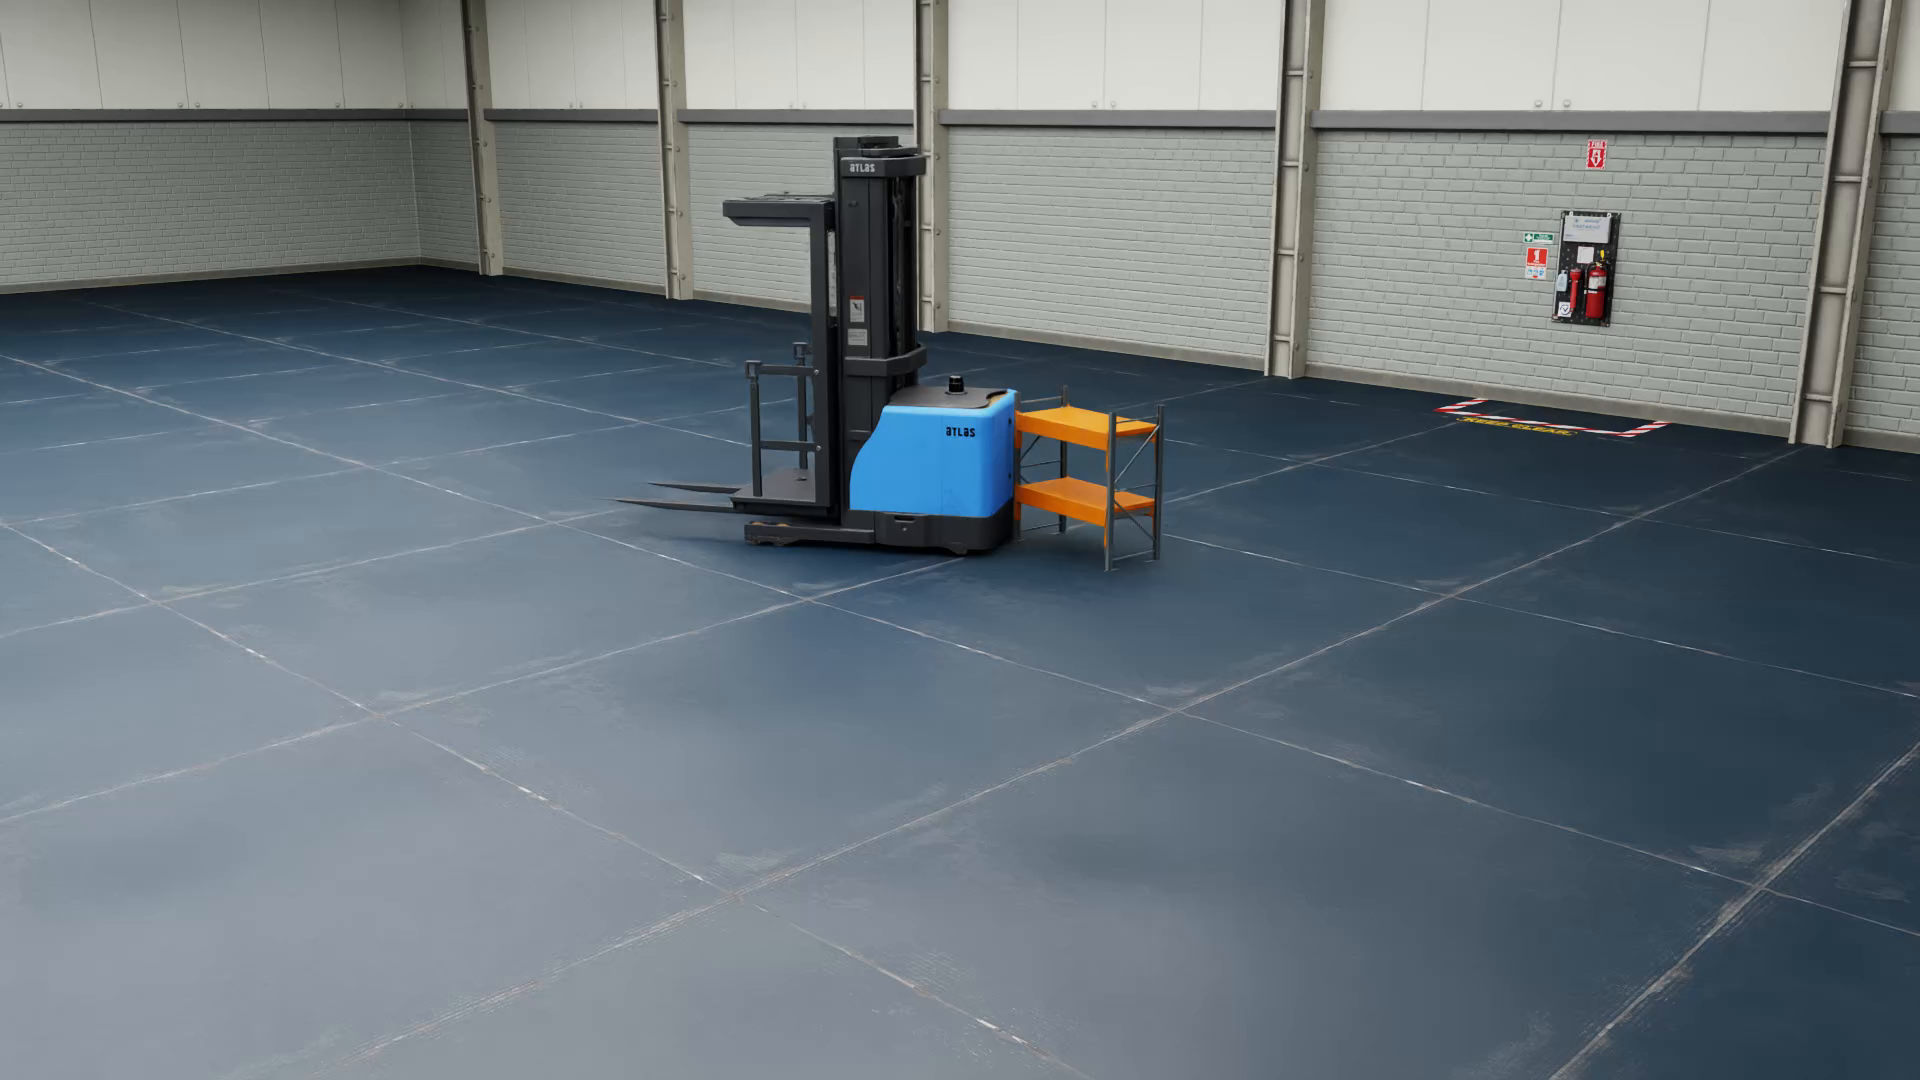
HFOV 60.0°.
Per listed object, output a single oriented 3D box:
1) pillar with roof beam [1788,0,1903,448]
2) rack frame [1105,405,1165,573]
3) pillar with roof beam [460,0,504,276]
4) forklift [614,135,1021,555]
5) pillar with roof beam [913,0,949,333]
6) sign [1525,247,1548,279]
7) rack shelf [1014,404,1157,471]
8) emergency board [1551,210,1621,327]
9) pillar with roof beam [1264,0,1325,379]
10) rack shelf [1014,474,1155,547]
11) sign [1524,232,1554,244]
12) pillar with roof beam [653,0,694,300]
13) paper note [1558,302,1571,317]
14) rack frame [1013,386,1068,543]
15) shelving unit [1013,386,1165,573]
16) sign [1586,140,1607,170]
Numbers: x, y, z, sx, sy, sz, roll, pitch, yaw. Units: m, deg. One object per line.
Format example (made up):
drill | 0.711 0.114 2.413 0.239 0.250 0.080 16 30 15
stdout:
pillar with roof beam | 5.245 -4.504 11.872 0.400 9.000 9.100 14 20 42
rack frame | 1.219 -0.359 11.579 0.500 1.125 0.032 -11 18 -36
pillar with roof beam | -12.032 -8.705 27.992 0.400 9.000 9.100 14 20 42
forklift | -1.106 -1.495 12.358 3.031 2.935 1.130 4 15 14
pillar with roof beam | -3.394 -6.604 19.932 0.400 9.000 9.100 14 20 42
sign | 6.154 -2.955 17.752 0.234 0.329 0.001 14 20 42
rack shelf | 0.909 -0.744 11.895 0.538 0.278 1.000 -11 18 -36
emergency board | 6.480 -2.822 17.314 0.643 1.169 0.194 14 20 42
pillar with roof beam | 0.925 -5.554 15.902 0.400 9.000 9.100 14 20 42
rack shelf | 0.909 -0.224 12.031 0.538 0.278 1.000 -11 18 -36
sign | 6.151 -3.209 17.676 0.331 0.109 0.001 14 20 42
pillar with roof beam | -7.713 -7.654 23.962 0.400 9.000 9.100 14 20 42
paper note | 6.401 -2.439 17.592 0.142 0.148 0.016 14 20 42
rack frame | 0.599 -0.562 12.359 0.500 1.125 0.032 -11 18 -36
shelving unit | 0.909 -0.461 11.969 0.538 1.125 1.048 -11 18 -36
sign | 6.544 -3.963 17.096 0.199 0.298 0.001 14 20 42
